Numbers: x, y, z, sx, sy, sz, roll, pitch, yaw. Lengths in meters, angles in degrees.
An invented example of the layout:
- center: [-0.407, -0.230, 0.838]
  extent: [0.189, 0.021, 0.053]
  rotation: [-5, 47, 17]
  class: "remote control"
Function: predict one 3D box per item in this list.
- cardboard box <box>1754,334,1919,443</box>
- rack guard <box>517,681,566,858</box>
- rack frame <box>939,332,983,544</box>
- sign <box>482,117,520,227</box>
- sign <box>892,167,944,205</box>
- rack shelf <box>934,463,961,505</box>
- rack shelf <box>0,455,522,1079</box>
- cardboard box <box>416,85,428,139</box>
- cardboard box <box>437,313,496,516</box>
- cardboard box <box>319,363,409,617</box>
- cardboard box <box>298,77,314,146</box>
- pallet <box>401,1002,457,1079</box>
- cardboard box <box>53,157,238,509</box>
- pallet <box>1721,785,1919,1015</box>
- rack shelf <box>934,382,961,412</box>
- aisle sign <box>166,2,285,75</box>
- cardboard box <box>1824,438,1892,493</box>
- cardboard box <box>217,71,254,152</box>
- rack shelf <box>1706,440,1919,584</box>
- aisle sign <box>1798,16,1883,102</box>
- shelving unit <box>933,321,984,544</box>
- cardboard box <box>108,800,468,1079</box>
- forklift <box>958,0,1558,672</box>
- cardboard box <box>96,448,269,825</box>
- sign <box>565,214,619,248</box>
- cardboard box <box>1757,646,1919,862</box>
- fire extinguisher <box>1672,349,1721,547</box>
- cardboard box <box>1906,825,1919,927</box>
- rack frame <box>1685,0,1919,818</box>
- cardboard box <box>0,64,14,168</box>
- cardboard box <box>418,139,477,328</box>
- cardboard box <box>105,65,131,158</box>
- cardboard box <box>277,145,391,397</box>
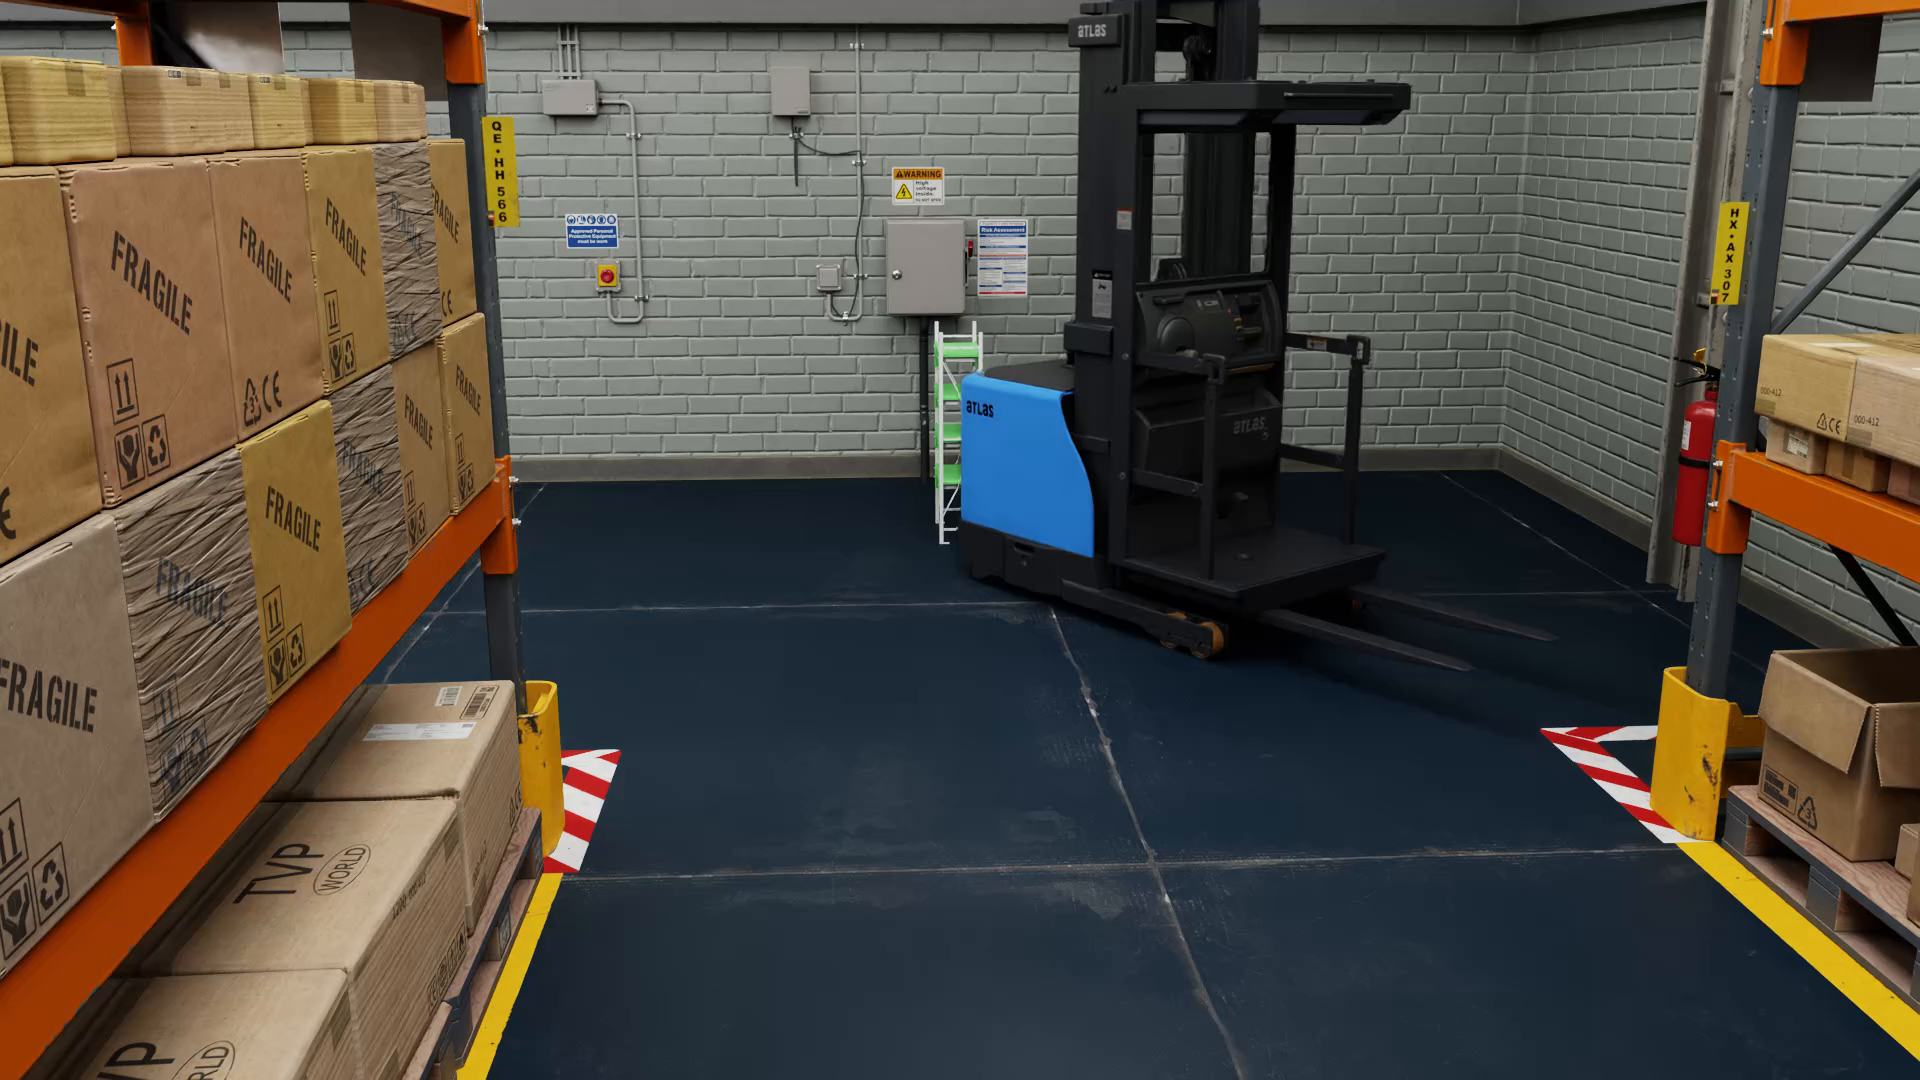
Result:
- center: [2.779, -0.464, 5.016]
  extent: [0.500, 0.250, 0.500]
  rotation: [-1, 14, -3]
  class: "cardboard box"
- center: [-1.936, 0.772, 5.522]
  extent: [1.175, 0.500, 0.348]
  rotation: [-1, 14, -3]
  class: "rack guard"
- center: [0.005, -0.562, 9.301]
  extent: [0.240, 1.200, 0.015]
  rotation: [-1, 14, -3]
  class: "rack frame"
- center: [-1.392, -1.113, 5.033]
  extent: [0.100, 0.325, 0.005]
  rotation: [-1, 14, -3]
  class: "sign"
- center: [-0.270, -2.281, 10.715]
  extent: [0.339, 0.242, 0.001]
  rotation: [-1, 14, -3]
  class: "sign"
- center: [-0.010, -0.328, 9.613]
  extent: [0.258, 0.148, 0.480]
  rotation: [-1, 14, -3]
  class: "rack shelf"
- center: [-1.811, 0.413, 3.344]
  extent: [1.077, 0.370, 4.000]
  rotation: [-1, 14, -3]
  class: "rack shelf"
- center: [-1.712, -1.193, 4.635]
  extent: [0.380, 0.149, 0.250]
  rotation: [-1, 14, -3]
  class: "cardboard box"
- center: [-1.640, -0.365, 4.724]
  extent: [0.500, 0.500, 0.500]
  rotation: [-1, 14, -3]
  class: "cardboard box"
- center: [-1.583, -0.112, 3.742]
  extent: [0.500, 0.500, 0.500]
  rotation: [0, 14, -2]
  class: "cardboard box"
- center: [-1.653, -0.938, 3.643]
  extent: [0.380, 0.149, 0.250]
  rotation: [-1, 14, -4]
  class: "cardboard box"
- center: [-1.734, 1.418, 3.590]
  extent: [1.003, 0.211, 1.213]
  rotation: [-1, 14, -3]
  class: "pallet"
- center: [-1.520, -0.346, 2.643]
  extent: [0.500, 0.500, 0.500]
  rotation: [-1, 14, -2]
  class: "cardboard box"
- center: [3.074, 1.058, 4.992]
  extent: [1.003, 0.211, 1.213]
  rotation: [-1, 14, -3]
  class: "pallet"
- center: [-0.010, -0.793, 9.493]
  extent: [0.258, 0.148, 0.480]
  rotation: [-1, 14, -3]
  class: "rack shelf"
- center: [-2.228, -1.705, 4.916]
  extent: [0.394, 0.787, 0.004]
  rotation: [-1, 14, -3]
  class: "aisle sign"
- center: [2.828, -0.240, 4.943]
  extent: [0.380, 0.149, 0.250]
  rotation: [-1, 14, -2]
  class: "cardboard box"
- center: [-1.581, -0.811, 3.150]
  extent: [0.380, 0.149, 0.250]
  rotation: [0, 14, -2]
  class: "cardboard box"
- center: [3.143, 0.336, 3.645]
  extent: [1.077, 0.370, 4.000]
  rotation: [-1, 14, -3]
  class: "rack shelf"
- center: [2.722, -1.781, 5.213]
  extent: [0.394, 0.787, 0.004]
  rotation: [-1, 14, -3]
  class: "aisle sign"
- center: [-0.010, -0.622, 9.537]
  extent: [0.258, 1.200, 0.503]
  rotation: [-1, 14, -3]
  class: "shelving unit"
- center: [-1.729, 0.995, 3.938]
  extent: [0.875, 0.438, 0.875]
  rotation: [0, 14, -2]
  class: "cardboard box"
- center: [1.311, -1.027, 7.635]
  extent: [1.130, 2.935, 3.031]
  rotation: [-12, 18, -38]
  class: "forklift"
- center: [-1.506, 0.144, 2.745]
  extent: [0.500, 0.500, 0.500]
  rotation: [-1, 14, -3]
  class: "cardboard box"
- center: [-2.359, -1.980, 10.659]
  extent: [0.327, 0.218, 0.001]
  rotation: [-1, 14, -3]
  class: "sign"
- center: [2.963, 0.649, 5.151]
  extent: [0.797, 0.503, 0.637]
  rotation: [-1, 15, -6]
  class: "cardboard box"
- center: [2.549, -0.321, 5.659]
  extent: [0.296, 0.674, 0.183]
  rotation: [-1, 14, -3]
  class: "fire extinguisher"
- center: [2.977, 0.864, 4.322]
  extent: [0.700, 0.500, 0.500]
  rotation: [0, 14, -1]
  class: "cardboard box"
- center: [3.019, -0.510, 5.489]
  extent: [1.000, 3.000, 0.127]
  rotation: [-1, 14, -3]
  class: "rack frame"
- center: [-1.491, -0.556, 2.159]
  extent: [0.380, 0.149, 0.250]
  rotation: [-1, 14, -4]
  class: "cardboard box"
- center: [-1.667, -0.849, 4.599]
  extent: [0.500, 0.500, 0.500]
  rotation: [0, 14, -2]
  class: "cardboard box"
- center: [-1.576, -0.684, 2.655]
  extent: [0.380, 0.149, 0.250]
  rotation: [-1, 14, -4]
  class: "cardboard box"
- center: [-1.578, -0.596, 3.617]
  extent: [0.500, 0.500, 0.500]
  rotation: [-1, 14, -4]
  class: "cardboard box"
